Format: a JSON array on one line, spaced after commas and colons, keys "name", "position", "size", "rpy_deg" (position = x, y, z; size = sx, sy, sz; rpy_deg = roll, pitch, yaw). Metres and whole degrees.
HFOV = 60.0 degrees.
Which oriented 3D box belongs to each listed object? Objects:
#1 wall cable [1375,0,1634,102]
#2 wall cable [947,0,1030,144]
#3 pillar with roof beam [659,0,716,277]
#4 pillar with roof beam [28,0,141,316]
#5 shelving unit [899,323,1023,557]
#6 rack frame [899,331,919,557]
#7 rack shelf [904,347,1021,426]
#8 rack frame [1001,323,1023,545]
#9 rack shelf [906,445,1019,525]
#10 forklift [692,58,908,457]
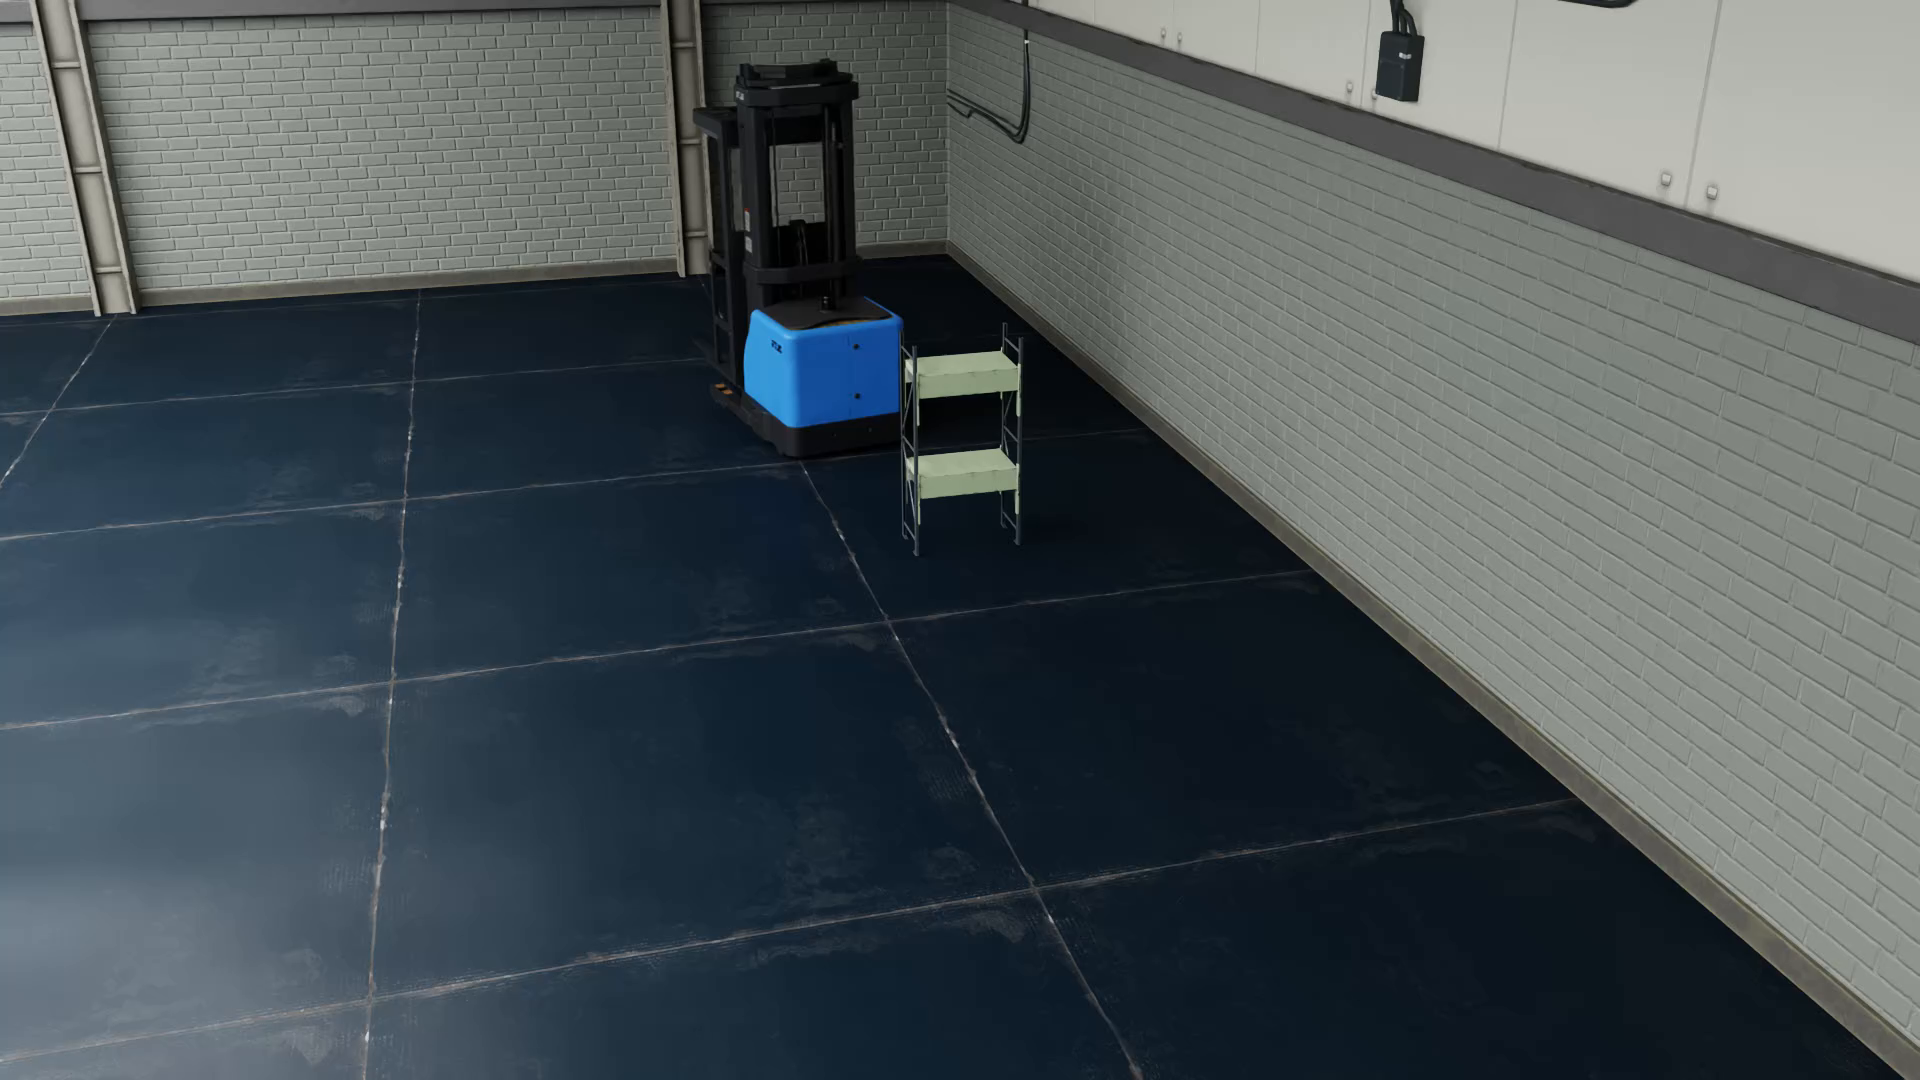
[{"name": "wall cable", "position": [2.766, -4.925, 7.503], "size": [0.169, 6.003, 2.305], "rpy_deg": [-6, 24, -14]}, {"name": "wall cable", "position": [0.217, -5.541, 17.189], "size": [0.112, 2.526, 3.097], "rpy_deg": [-6, 24, -14]}, {"name": "pillar with roof beam", "position": [-1.814, -5.522, 13.207], "size": [0.400, 9.000, 9.100], "rpy_deg": [-6, 24, -14]}, {"name": "pillar with roof beam", "position": [-7.591, -4.883, 11.717], "size": [0.400, 9.000, 9.100], "rpy_deg": [-6, 24, -14]}, {"name": "shelving unit", "position": [0.006, -0.690, 11.456], "size": [0.755, 1.500, 0.431], "rpy_deg": [-6, 24, -14]}, {"name": "rack frame", "position": [-0.346, -0.651, 11.365], "size": [0.023, 1.500, 0.400], "rpy_deg": [-6, 24, -14]}, {"name": "rack shelf", "position": [0.006, -1.049, 11.302], "size": [0.720, 0.370, 0.431], "rpy_deg": [-6, 24, -14]}, {"name": "rack frame", "position": [0.359, -0.729, 11.547], "size": [0.023, 1.500, 0.400], "rpy_deg": [-6, 24, -14]}, {"name": "rack shelf", "position": [0.006, -0.390, 11.584], "size": [0.720, 0.370, 0.431], "rpy_deg": [-6, 24, -14]}, {"name": "forklift", "position": [-1.531, -2.546, 13.967], "size": [1.130, 2.935, 3.031], "rpy_deg": [-11, 26, -24]}]
